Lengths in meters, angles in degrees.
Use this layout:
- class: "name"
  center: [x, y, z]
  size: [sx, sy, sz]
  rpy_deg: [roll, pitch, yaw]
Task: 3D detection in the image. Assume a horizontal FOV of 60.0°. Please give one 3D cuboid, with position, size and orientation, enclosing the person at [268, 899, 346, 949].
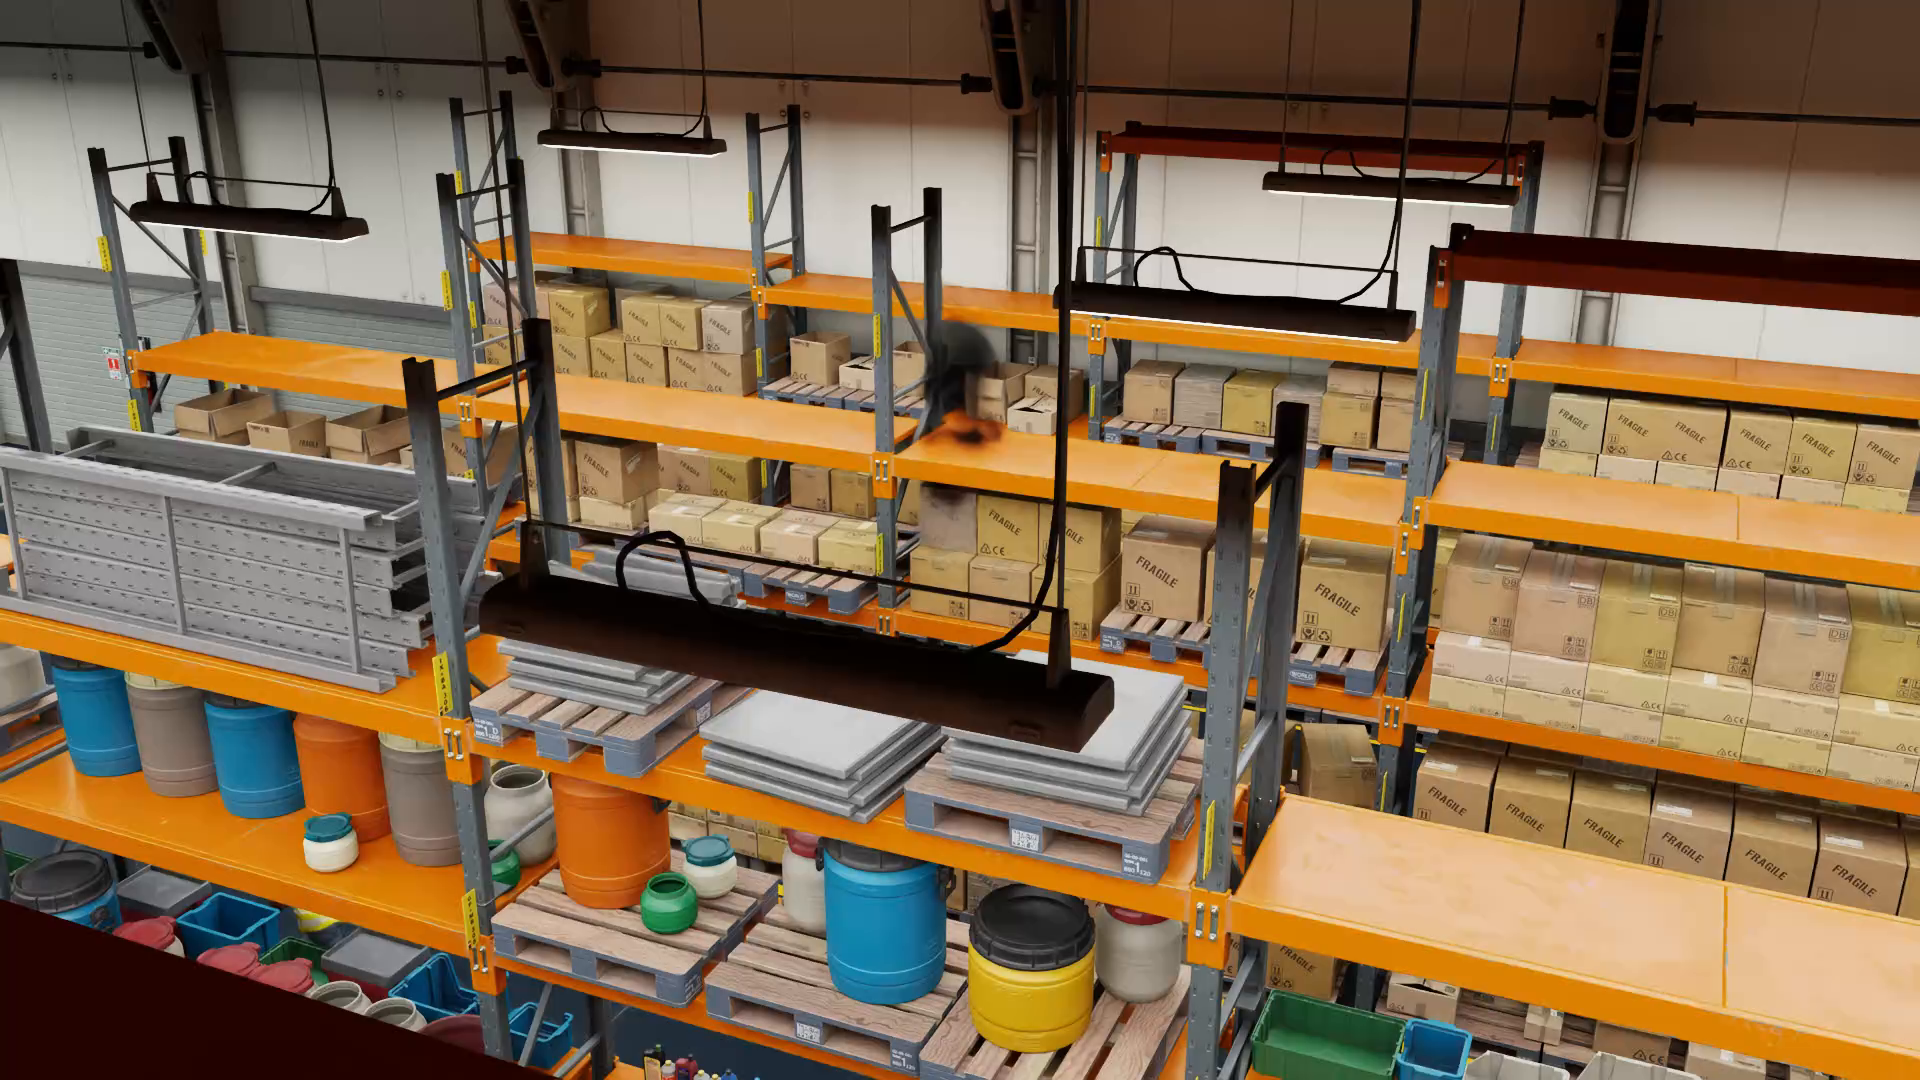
- class: "person"
  center: [-4.789, 2.888, 12.641]
  size: [0.872, 1.695, 0.749]
  rpy_deg: [13, 24, 30]
